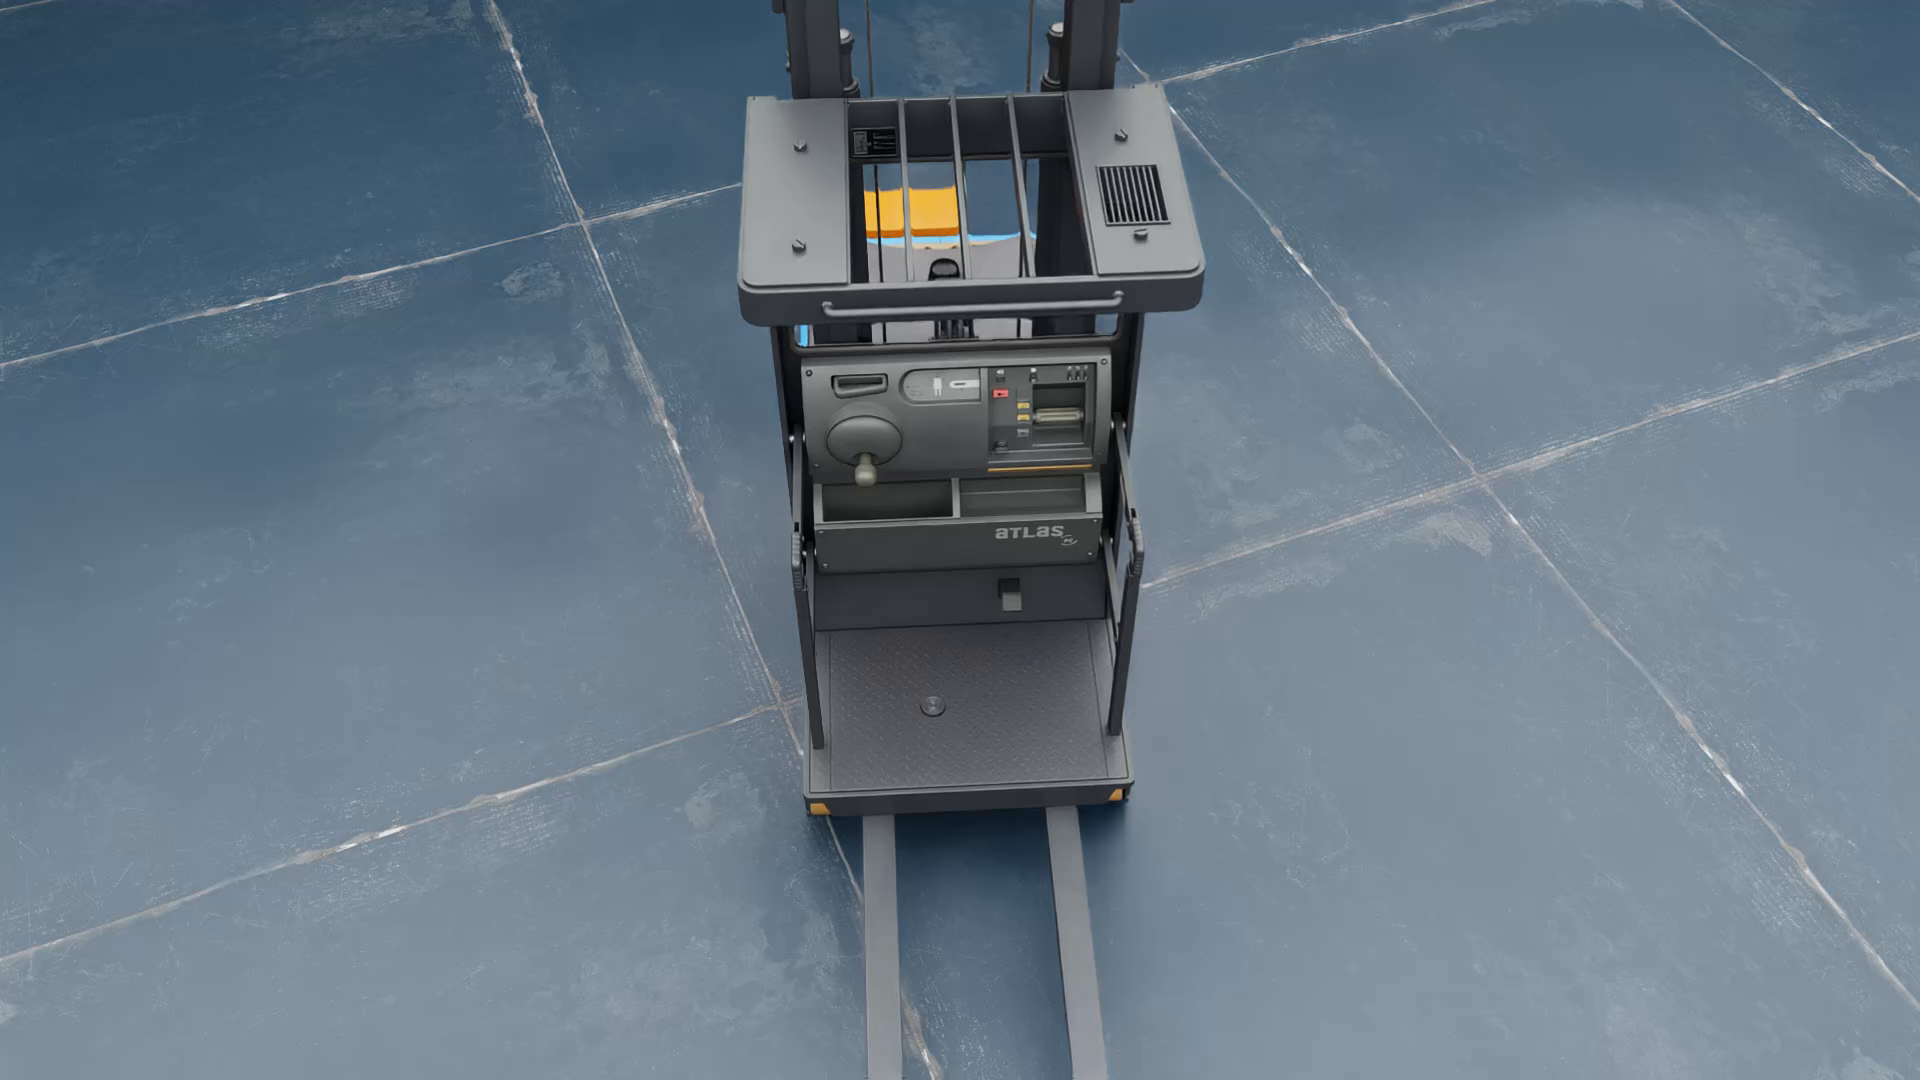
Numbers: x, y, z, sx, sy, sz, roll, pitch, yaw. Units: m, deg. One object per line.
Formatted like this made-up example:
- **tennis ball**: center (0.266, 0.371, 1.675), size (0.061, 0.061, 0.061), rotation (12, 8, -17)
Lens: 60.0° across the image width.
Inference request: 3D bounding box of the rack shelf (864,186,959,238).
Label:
- **rack shelf**: center (-0.222, -1.210, 6.321), size (0.480, 0.148, 0.258), rotation (-3, 49, -2)

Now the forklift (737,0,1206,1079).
- **forklift**: center (0.002, -0.267, 4.888), size (1.121, 2.935, 3.031), rotation (-2, 49, -2)

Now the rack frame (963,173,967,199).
- **rack frame**: center (0.021, -0.967, 6.630), size (0.006, 1.046, 0.228), rotation (-3, 49, -2)

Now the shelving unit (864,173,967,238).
- **shelving unit**: center (-0.224, -0.954, 6.619), size (0.499, 1.200, 0.258), rotation (-3, 49, -2)
